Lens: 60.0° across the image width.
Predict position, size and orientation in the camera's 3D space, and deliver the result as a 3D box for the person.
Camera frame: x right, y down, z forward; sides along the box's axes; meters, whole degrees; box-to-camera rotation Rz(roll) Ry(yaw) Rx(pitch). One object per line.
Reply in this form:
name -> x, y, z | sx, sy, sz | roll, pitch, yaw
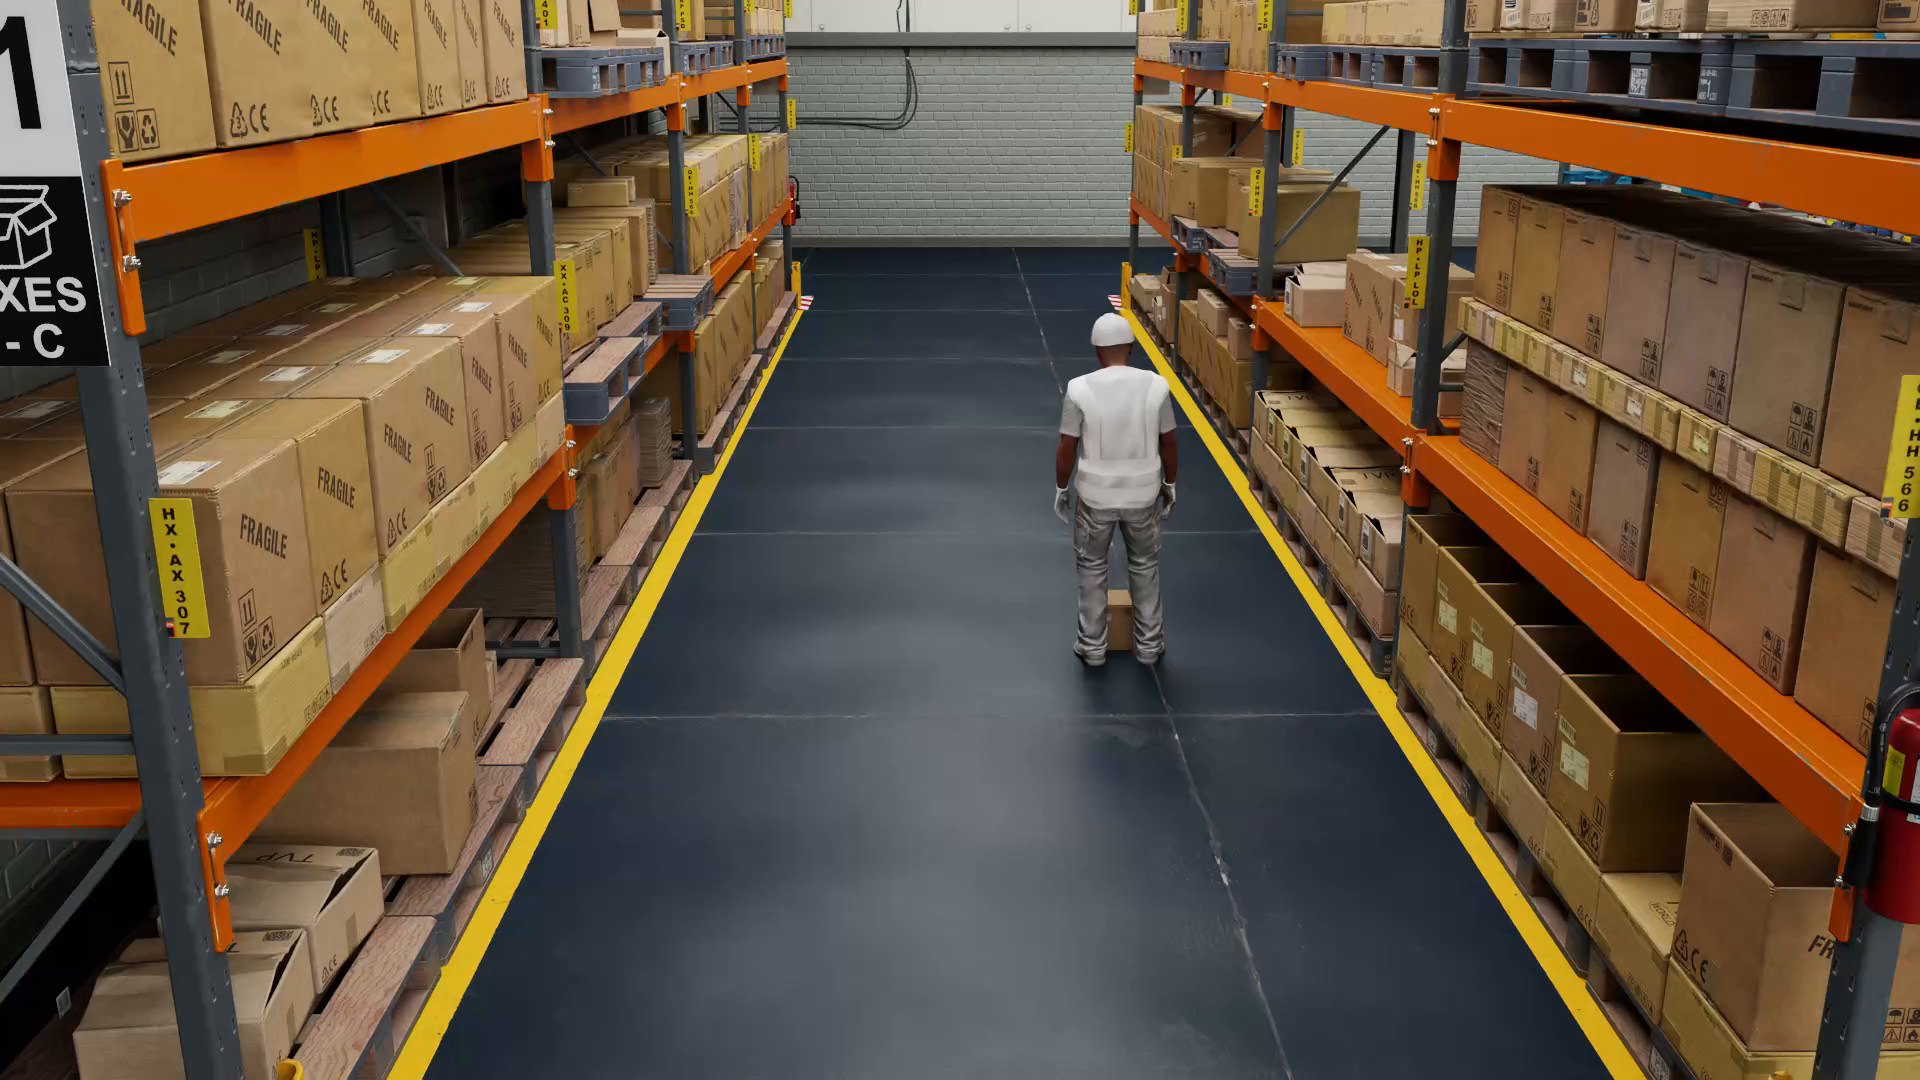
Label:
person -> 0.779, -0.240, 8.313 | 0.622, 1.773, 0.450 | -1, 17, -4
